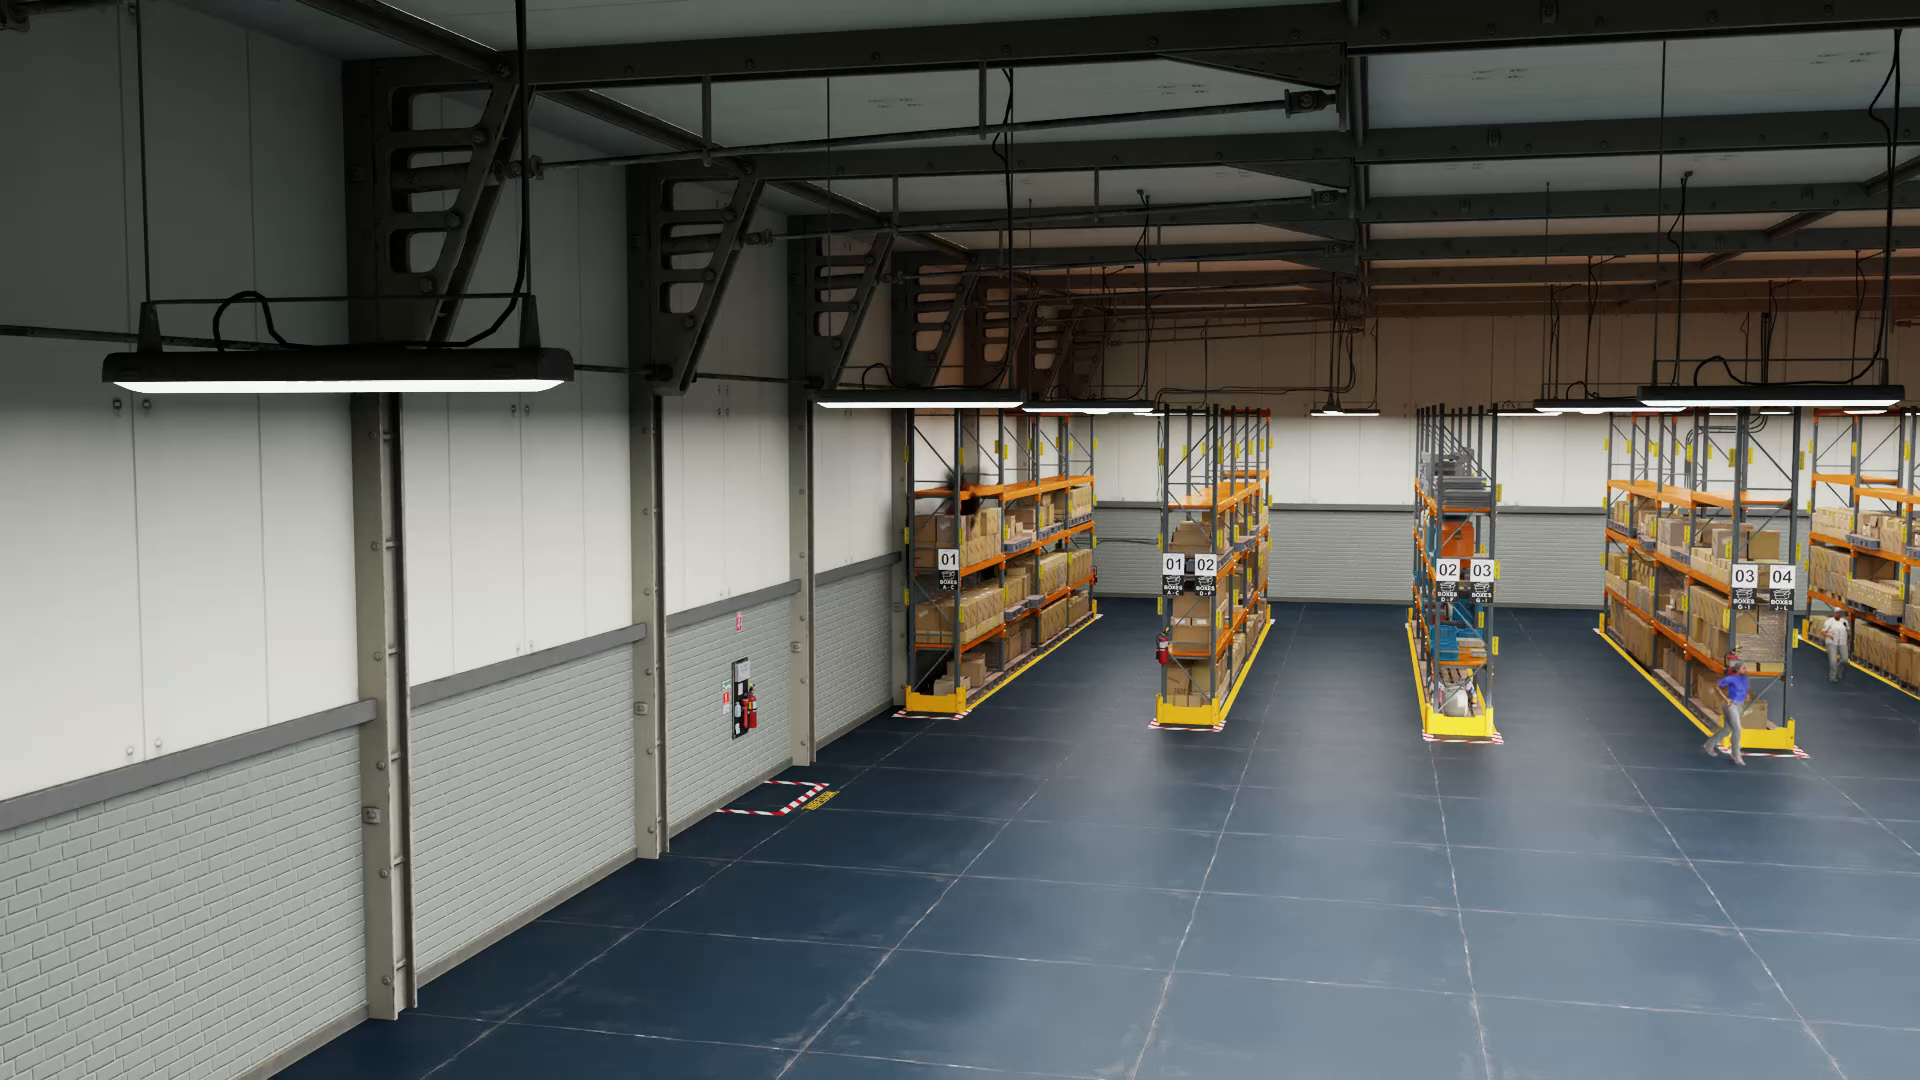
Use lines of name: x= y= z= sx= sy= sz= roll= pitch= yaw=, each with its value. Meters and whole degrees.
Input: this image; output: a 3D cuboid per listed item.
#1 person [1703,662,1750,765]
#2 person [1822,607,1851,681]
person: x=12.983 y=2.886 z=27.984 sx=0.592 sy=1.696 sz=0.807 roll=-3 pitch=5 yaw=-36
person: x=19.073 y=2.277 z=36.159 sx=0.580 sy=1.621 sz=0.536 roll=1 pitch=4 yaw=14
